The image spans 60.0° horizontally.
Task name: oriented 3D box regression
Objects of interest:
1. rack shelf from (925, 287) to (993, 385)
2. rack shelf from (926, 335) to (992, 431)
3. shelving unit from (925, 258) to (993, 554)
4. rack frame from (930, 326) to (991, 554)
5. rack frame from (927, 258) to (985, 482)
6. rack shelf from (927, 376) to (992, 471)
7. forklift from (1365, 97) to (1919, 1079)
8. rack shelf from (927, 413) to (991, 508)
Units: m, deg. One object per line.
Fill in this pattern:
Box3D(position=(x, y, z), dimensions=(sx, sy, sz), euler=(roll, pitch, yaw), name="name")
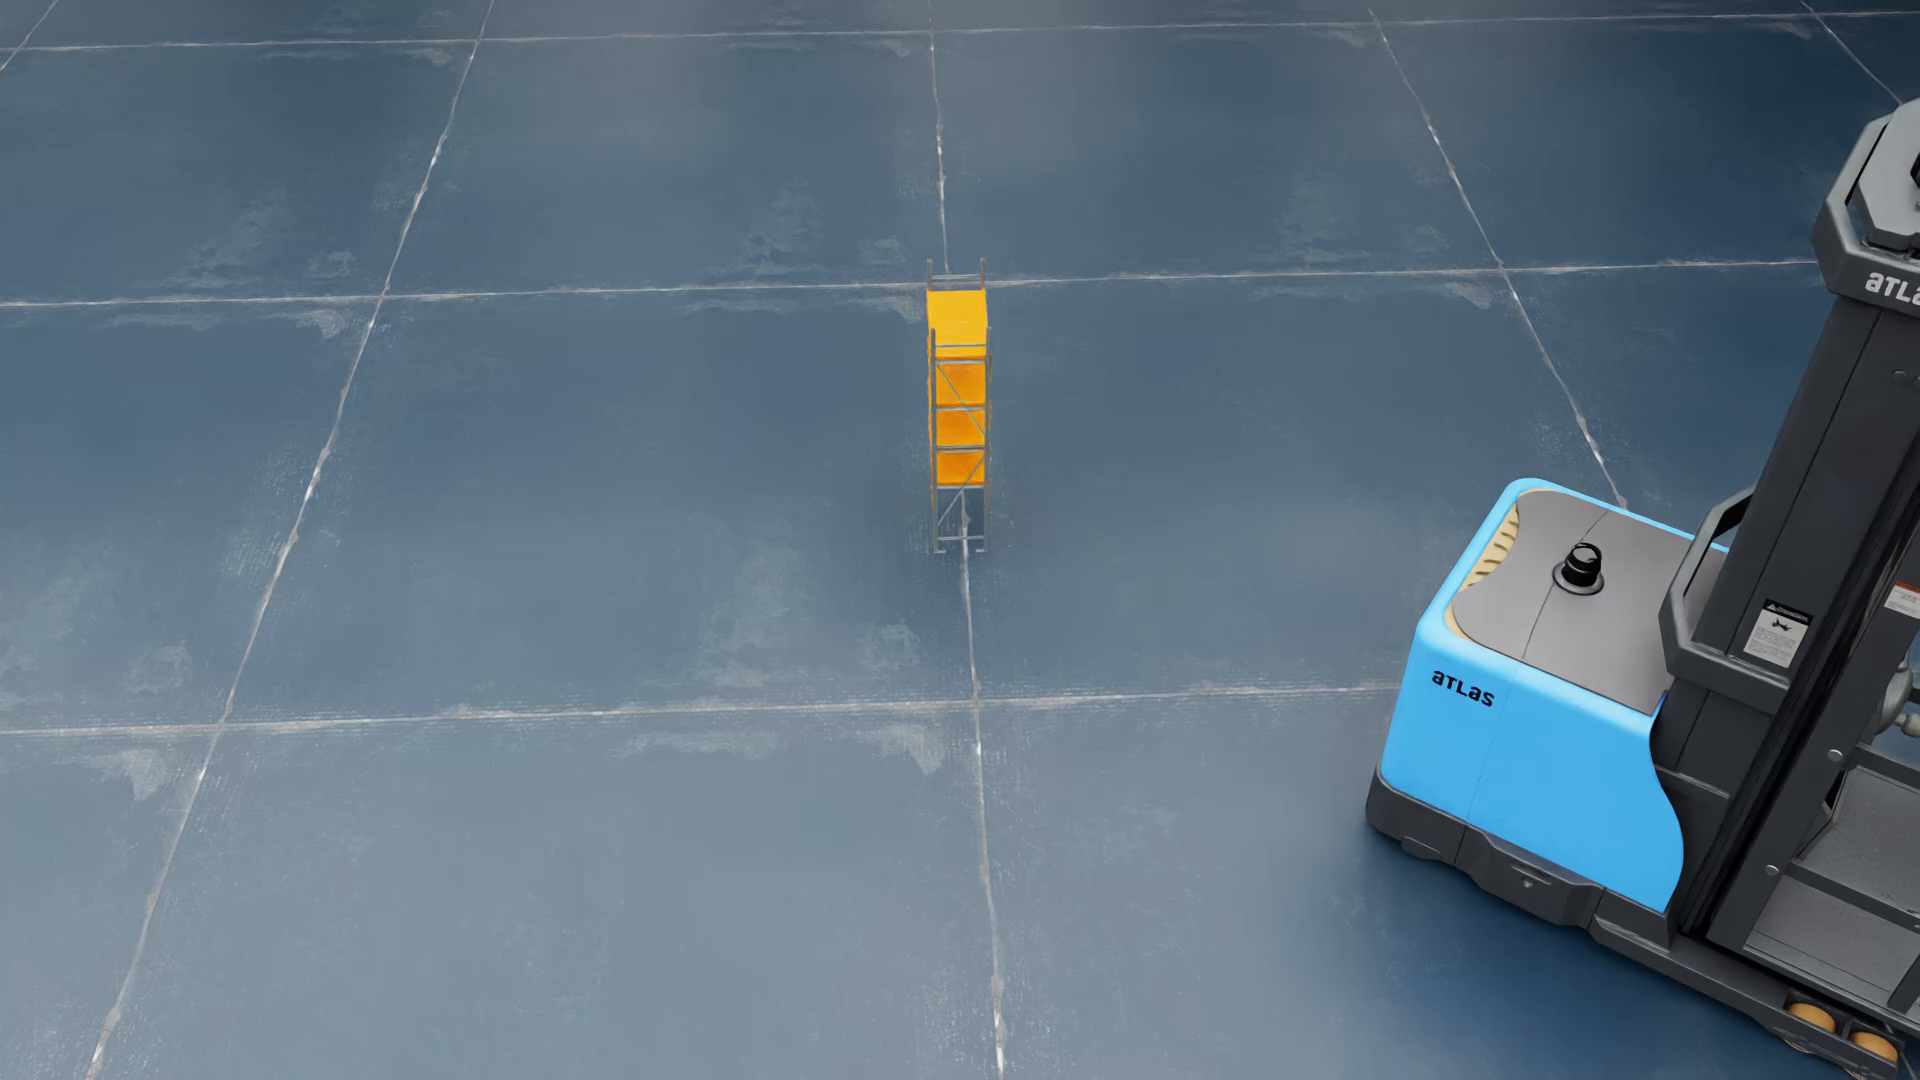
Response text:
Box3D(position=(-0.007, -0.844, 6.851), dimensions=(0.258, 0.148, 0.480), euler=(-2, 43, -2), name="rack shelf")
Box3D(position=(-0.007, -0.669, 7.010), dimensions=(0.258, 0.148, 0.480), euler=(-2, 43, -2), name="rack shelf")
Box3D(position=(-0.007, -0.554, 7.116), dimensions=(0.258, 1.200, 0.503), euler=(-2, 43, -2), name="shelving unit")
Box3D(position=(0.003, -0.389, 6.936), dimensions=(0.240, 1.200, 0.015), euler=(-2, 43, -2), name="rack frame")
Box3D(position=(-0.017, -0.719, 7.296), dimensions=(0.240, 1.200, 0.015), euler=(-2, 43, -2), name="rack frame")
Box3D(position=(-0.007, -0.504, 7.162), dimensions=(0.258, 0.148, 0.480), euler=(-2, 43, -2), name="rack shelf")
Box3D(position=(3.017, 0.284, 4.921), dimensions=(3.031, 2.935, 1.130), euler=(24, 48, 24), name="forklift")
Box3D(position=(-0.007, -0.358, 7.296), dimensions=(0.258, 0.148, 0.480), euler=(-2, 43, -2), name="rack shelf")
